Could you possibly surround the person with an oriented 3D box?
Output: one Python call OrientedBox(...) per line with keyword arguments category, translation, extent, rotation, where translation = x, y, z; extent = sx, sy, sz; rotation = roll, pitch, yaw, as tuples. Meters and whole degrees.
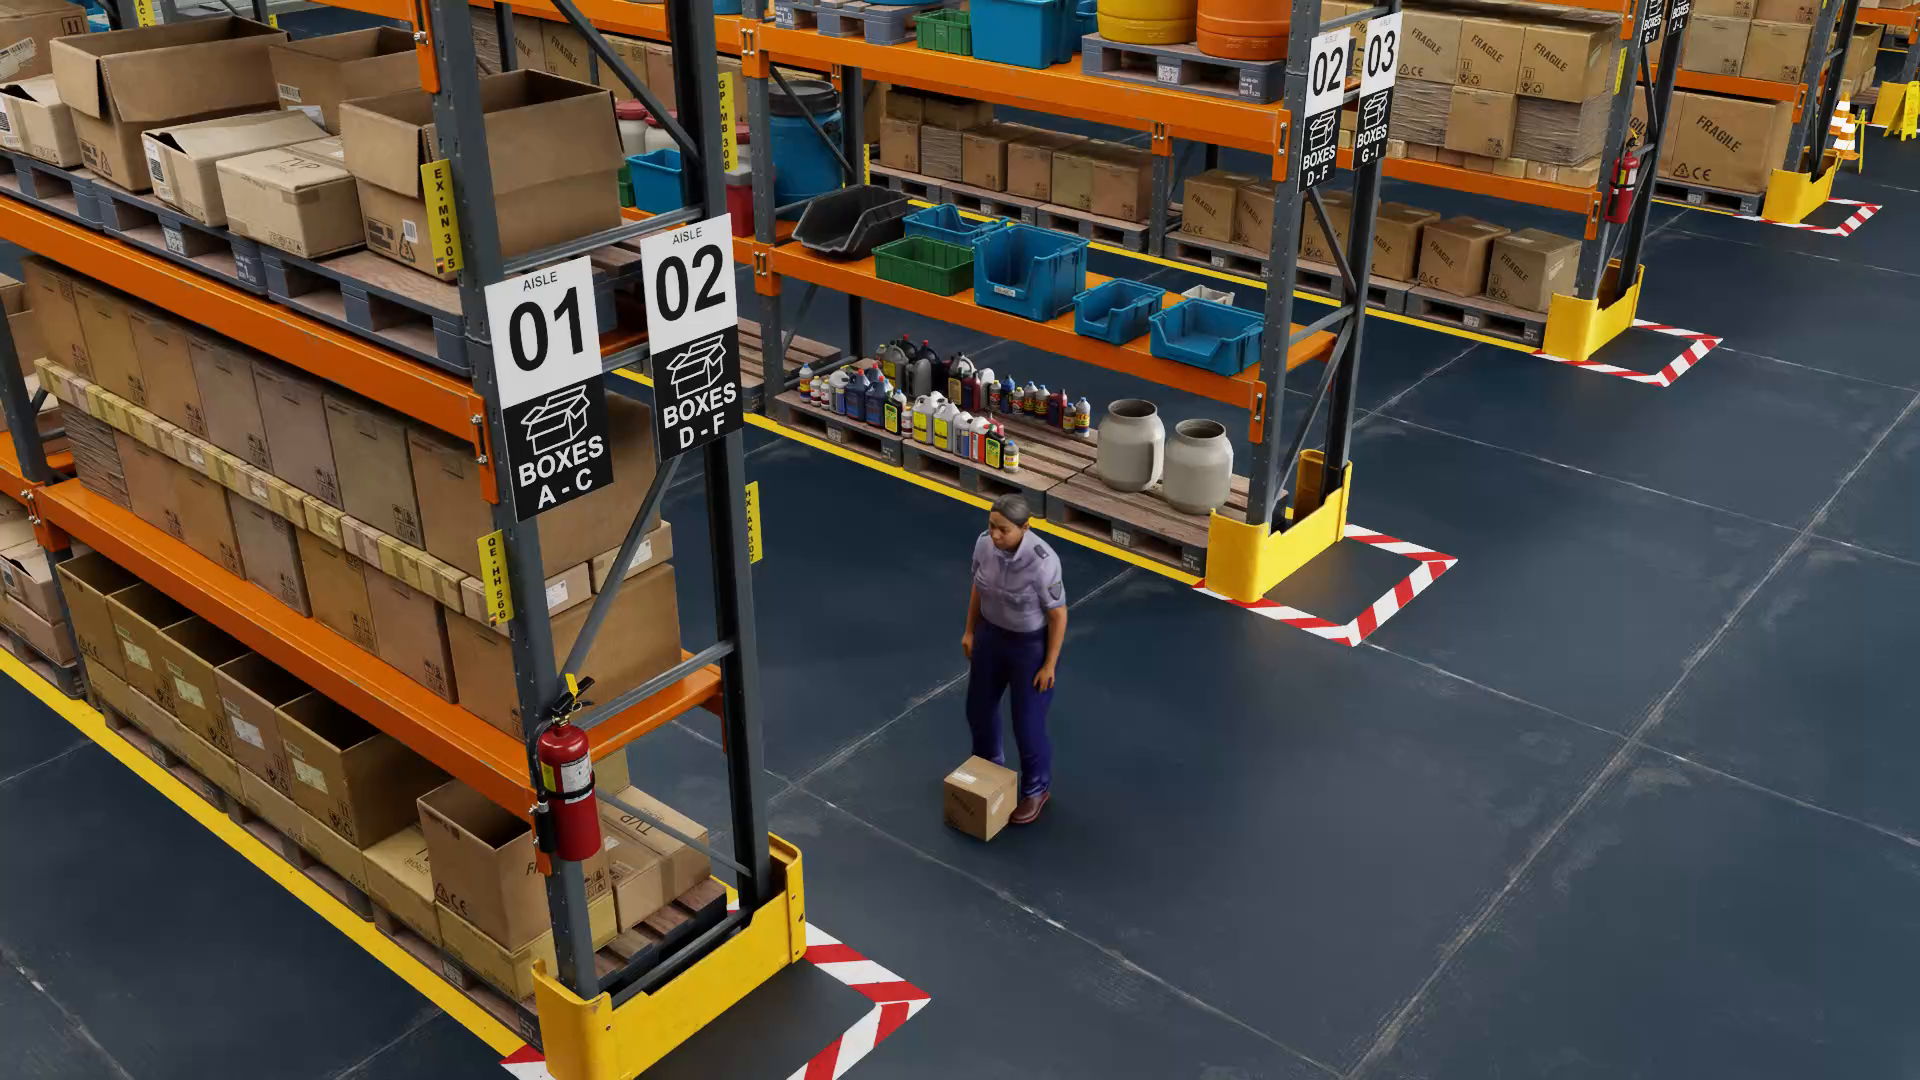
OrientedBox(category="person", translation=(0.241, 0.505, 7.659), extent=(0.538, 1.652, 0.371), rotation=(21, 34, 35))
